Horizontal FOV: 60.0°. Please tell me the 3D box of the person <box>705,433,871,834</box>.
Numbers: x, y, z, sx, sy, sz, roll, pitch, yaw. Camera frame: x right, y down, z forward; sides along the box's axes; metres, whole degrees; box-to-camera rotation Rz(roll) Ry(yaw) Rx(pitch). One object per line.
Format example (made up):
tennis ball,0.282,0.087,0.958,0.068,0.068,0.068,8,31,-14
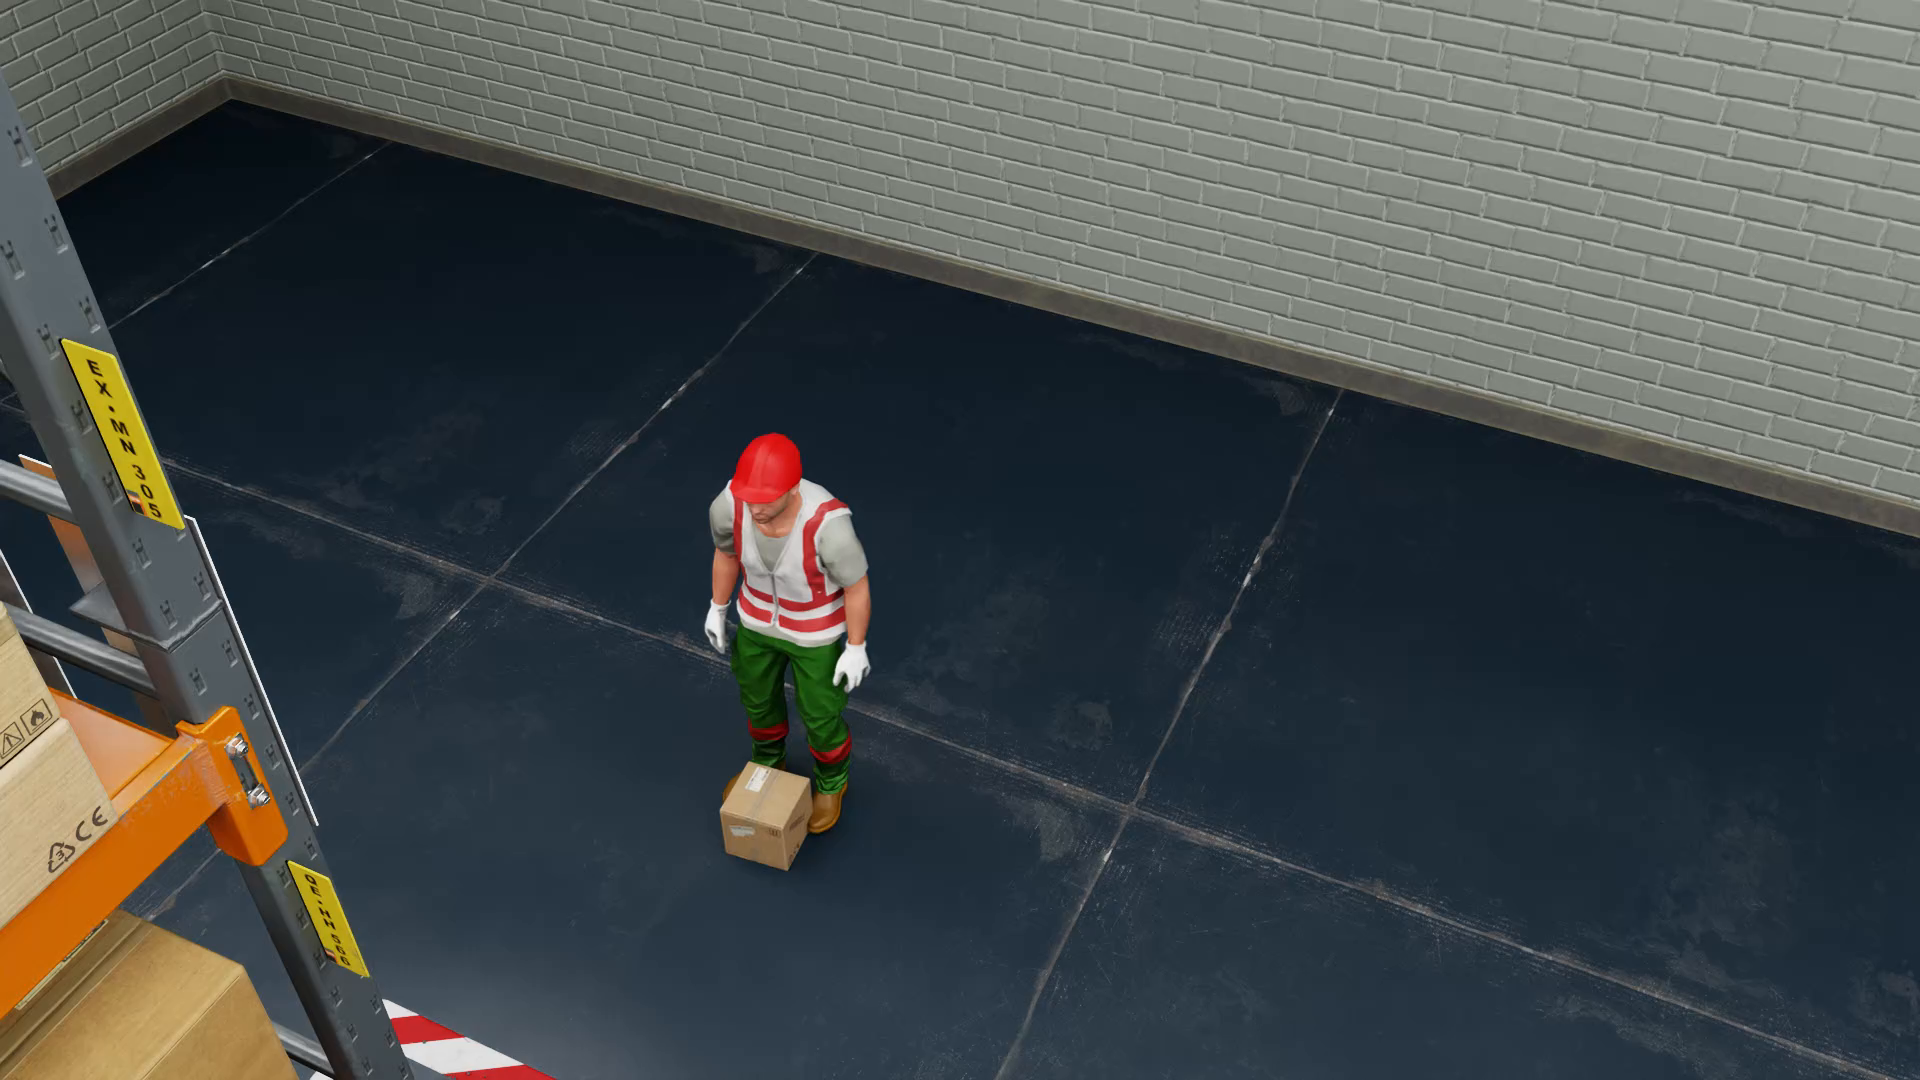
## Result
person,-0.597,0.317,5.790,0.623,1.780,0.447,16,44,17
